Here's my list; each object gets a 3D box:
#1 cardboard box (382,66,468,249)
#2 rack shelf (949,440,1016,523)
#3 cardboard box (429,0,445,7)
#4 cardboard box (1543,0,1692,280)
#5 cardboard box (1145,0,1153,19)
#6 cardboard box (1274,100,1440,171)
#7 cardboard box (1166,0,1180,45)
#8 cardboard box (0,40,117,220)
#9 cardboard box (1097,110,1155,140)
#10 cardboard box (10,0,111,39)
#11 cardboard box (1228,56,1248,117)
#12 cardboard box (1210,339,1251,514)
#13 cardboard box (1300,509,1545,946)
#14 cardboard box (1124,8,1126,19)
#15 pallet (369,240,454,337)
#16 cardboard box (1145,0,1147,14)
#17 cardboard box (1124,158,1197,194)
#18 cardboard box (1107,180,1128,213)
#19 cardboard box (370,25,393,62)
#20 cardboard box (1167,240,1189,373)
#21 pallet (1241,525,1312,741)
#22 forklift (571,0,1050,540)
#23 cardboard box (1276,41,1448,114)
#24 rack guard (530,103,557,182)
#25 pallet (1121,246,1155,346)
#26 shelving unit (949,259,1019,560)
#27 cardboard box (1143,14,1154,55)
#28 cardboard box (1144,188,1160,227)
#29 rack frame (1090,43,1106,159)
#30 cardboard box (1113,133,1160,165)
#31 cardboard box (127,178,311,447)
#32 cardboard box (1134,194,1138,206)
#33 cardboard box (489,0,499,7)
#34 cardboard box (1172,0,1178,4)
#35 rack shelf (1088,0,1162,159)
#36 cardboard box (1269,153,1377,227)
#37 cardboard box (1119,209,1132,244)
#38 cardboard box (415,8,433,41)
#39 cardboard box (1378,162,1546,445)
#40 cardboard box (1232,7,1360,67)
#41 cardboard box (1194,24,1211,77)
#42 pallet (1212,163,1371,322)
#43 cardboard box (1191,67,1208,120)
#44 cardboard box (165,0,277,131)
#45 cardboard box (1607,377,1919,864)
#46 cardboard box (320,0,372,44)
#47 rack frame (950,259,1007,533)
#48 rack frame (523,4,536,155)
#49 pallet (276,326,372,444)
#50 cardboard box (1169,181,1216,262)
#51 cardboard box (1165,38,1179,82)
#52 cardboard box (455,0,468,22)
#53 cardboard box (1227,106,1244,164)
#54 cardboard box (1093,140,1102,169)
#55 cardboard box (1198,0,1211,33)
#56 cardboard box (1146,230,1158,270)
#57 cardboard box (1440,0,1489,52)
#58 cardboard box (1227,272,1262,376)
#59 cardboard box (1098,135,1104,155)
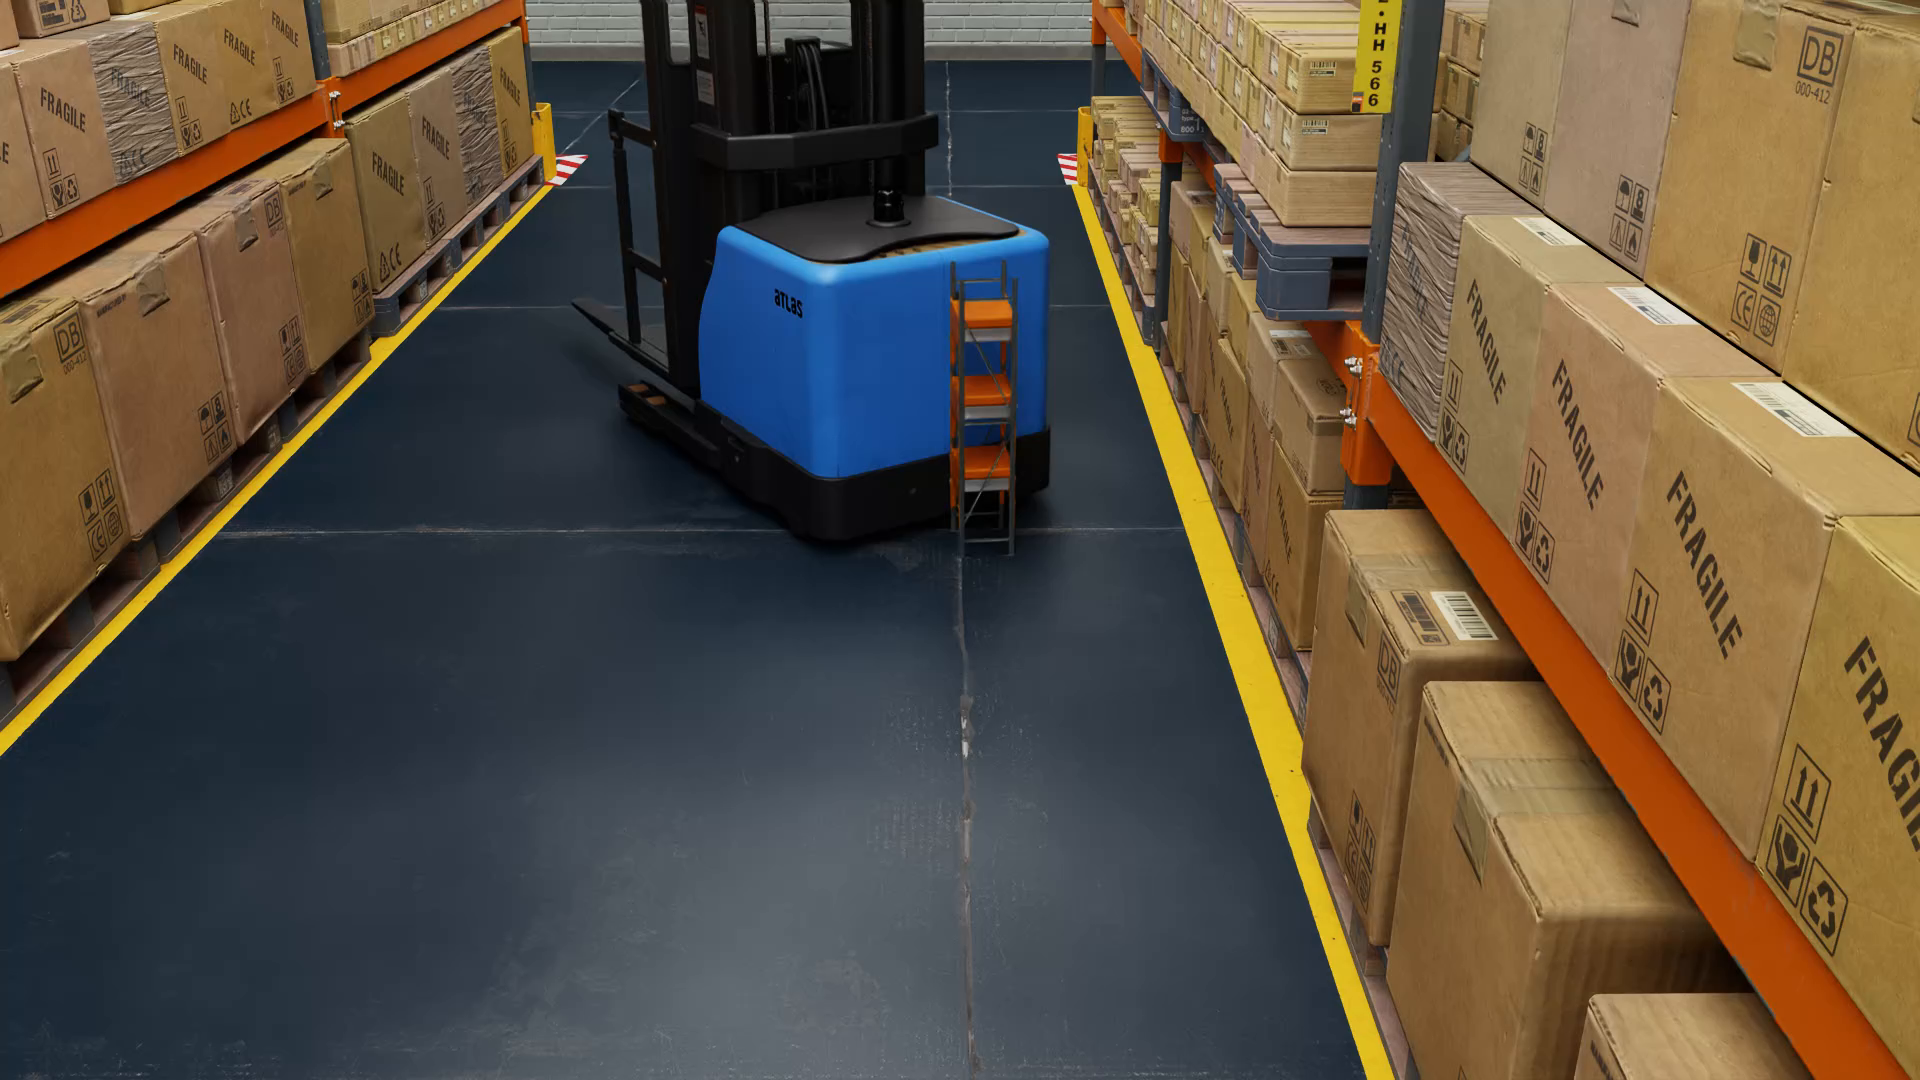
[{"bbox_3d":[-3.426,-2.206,9.556,0.875,0.875,0.875,0,24,-1],"label":"cardboard box"},{"bbox_3d":[0.081,-0.199,6.116,0.215,0.259,0.240,-3,25,-7],"label":"rack shelf"},{"bbox_3d":[-3.241,-3.223,9.558,0.500,0.250,0.500,0,24,0],"label":"cardboard box"},{"bbox_3d":[1.517,-0.780,2.999,0.700,0.500,0.500,-1,24,-1],"label":"cardboard box"},{"bbox_3d":[1.016,-2.368,7.280,0.380,0.149,0.250,0,24,0],"label":"cardboard box"},{"bbox_3d":[1.055,-1.086,4.445,0.380,0.149,0.250,0,24,1],"label":"cardboard box"},{"bbox_3d":[1.028,-2.048,6.572,0.380,0.149,0.250,-1,24,-3],"label":"cardboard box"},{"bbox_3d":[-3.195,-1.362,5.500,0.500,0.500,0.500,-1,24,-2],"label":"cardboard box"},{"bbox_3d":[1.092,-2.697,10.801,0.380,0.149,0.250,0,24,-1],"label":"cardboard box"},{"bbox_3d":[-3.455,-2.040,5.782,0.797,0.503,0.637,1,24,1],"label":"cardboard box"},{"bbox_3d":[1.043,-1.407,5.156,0.380,0.149,0.250,0,24,0],"label":"cardboard box"},{"bbox_3d":[1.223,-0.426,6.076,0.500,0.500,0.500,-1,24,-3],"label":"cardboard box"},{"bbox_3d":[1.432,0.413,3.917,1.050,0.750,0.750,-1,24,-1],"label":"cardboard box"},{"bbox_3d":[1.190,-3.183,9.953,0.380,0.149,0.250,-1,24,-2],"label":"cardboard box"},{"bbox_3d":[-3.419,-1.383,9.051,1.003,0.211,1.213,0,24,-1],"label":"pallet"},{"bbox_3d":[1.184,-2.699,8.096,0.500,0.500,0.500,0,24,0],"label":"cardboard box"},{"bbox_3d":[1.135,-2.055,9.382,0.380,0.149,0.250,-1,24,-3],"label":"cardboard box"},{"bbox_3d":[1.115,-2.120,10.248,0.380,0.149,0.250,-1,24,-3],"label":"cardboard box"},{"bbox_3d":[-3.166,-2.565,8.587,0.380,0.149,0.250,1,24,1],"label":"cardboard box"},{"bbox_3d":[1.215,-1.067,7.493,0.500,0.500,0.500,1,24,1],"label":"cardboard box"},{"bbox_3d":[1.509,0.277,5.382,1.003,0.211,1.213,0,24,-1],"label":"pallet"},{"bbox_3d":[-0.865,-1.893,6.879,1.130,2.935,3.031,-15,28,-29],"label":"forklift"},{"bbox_3d":[1.052,-1.220,4.380,0.380,0.149,0.250,-1,24,-3],"label":"cardboard box"},{"bbox_3d":[-3.533,-2.859,11.964,1.175,0.500,0.348,0,24,-1],"label":"rack guard"},{"bbox_3d":[1.429,-1.326,8.926,1.003,0.211,1.213,0,24,-1],"label":"pallet"},{"bbox_3d":[0.081,-0.462,5.997,0.215,1.050,0.252,-3,25,-7],"label":"shelving unit"},{"bbox_3d":[1.016,-2.233,7.342,0.380,0.149,0.250,-1,24,-3],"label":"cardboard box"},{"bbox_3d":[1.165,-1.734,8.672,0.380,0.149,0.250,0,24,0],"label":"cardboard box"},{"bbox_3d":[1.428,-3.968,11.384,1.000,3.000,0.127,0,24,-1],"label":"rack frame"},{"bbox_3d":[1.128,-2.372,10.083,0.380,0.149,0.250,0,24,0],"label":"cardboard box"},{"bbox_3d":[-3.451,-0.931,6.737,1.225,0.875,0.875,-1,24,-2],"label":"cardboard box"},{"bbox_3d":[1.188,-1.907,9.415,0.380,0.149,0.250,0,24,1],"label":"cardboard box"},{"bbox_3d":[-3.193,-3.517,10.691,0.380,0.149,0.250,0,24,0],"label":"cardboard box"},{"bbox_3d":[1.026,-2.180,6.504,0.380,0.149,0.250,-1,24,-1],"label":"cardboard box"},{"bbox_3d":[1.450,-2.817,9.710,1.077,0.370,4.000,0,24,-1],"label":"rack shelf"},{"bbox_3d":[1.051,-0.950,4.506,0.380,0.149,0.250,0,24,0],"label":"cardboard box"},{"bbox_3d":[1.116,-1.799,9.538,0.380,0.149,0.250,0,24,-1],"label":"cardboard box"},{"bbox_3d":[-3.174,-2.883,9.288,0.380,0.149,0.250,0,24,0],"label":"cardboard box"},{"bbox_3d":[1.251,-0.531,3.663,0.500,0.500,0.500,0,24,0],"label":"cardboard box"},{"bbox_3d":[1.042,-1.541,5.091,0.380,0.149,0.250,0,24,1],"label":"cardboard box"},{"bbox_3d":[1.035,-1.724,5.856,0.380,0.149,0.250,-1,24,-2],"label":"cardboard box"},{"bbox_3d":[1.401,-0.878,4.783,1.213,0.211,1.003,0,24,-1],"label":"pallet"},{"bbox_3d":[1.036,-1.591,5.923,0.380,0.149,0.250,-1,24,-3],"label":"cardboard box"},{"bbox_3d":[-3.212,-1.990,6.888,0.500,0.500,0.500,0,24,1],"label":"cardboard box"},{"bbox_3d":[1.267,0.091,2.287,0.500,0.500,0.500,-1,24,-1],"label":"cardboard box"},{"bbox_3d":[-3.232,-2.602,8.183,0.500,0.250,0.500,-1,24,-2],"label":"cardboard box"},{"bbox_3d":[0.066,-0.512,6.108,0.200,1.050,0.008,-3,25,-7],"label":"rack frame"},{"bbox_3d":[-3.532,-3.988,11.427,1.000,3.000,0.127,0,24,-1],"label":"rack frame"},{"bbox_3d":[-3.405,-0.751,7.655,1.003,0.211,1.213,0,24,-1],"label":"pallet"},{"bbox_3d":[1.216,-1.409,7.338,0.500,0.250,0.500,-1,24,-3],"label":"cardboard box"},{"bbox_3d":[1.026,-1.912,6.633,0.380,0.149,0.250,0,24,0],"label":"cardboard box"},{"bbox_3d":[-3.183,-3.200,9.991,0.380,0.149,0.250,0,24,0],"label":"cardboard box"},{"bbox_3d":[1.047,-1.261,5.194,0.380,0.149,0.250,-1,24,-1],"label":"cardboard box"},{"bbox_3d":[1.114,-2.644,11.405,0.380,0.149,0.250,0,24,1],"label":"cardboard box"},{"bbox_3d":[1.038,-1.860,5.796,0.380,0.149,0.250,0,24,1],"label":"cardboard box"},{"bbox_3d":[1.151,-1.476,8.464,0.380,0.149,0.250,0,24,0],"label":"cardboard box"},{"bbox_3d":[1.693,-1.644,5.317,0.380,0.149,0.250,1,24,2],"label":"cardboard box"},{"bbox_3d":[1.240,-0.764,5.913,0.500,0.250,0.500,0,24,1],"label":"cardboard box"},{"bbox_3d":[1.124,-2.666,11.094,0.380,0.149,0.250,0,24,-1],"label":"cardboard box"}]
